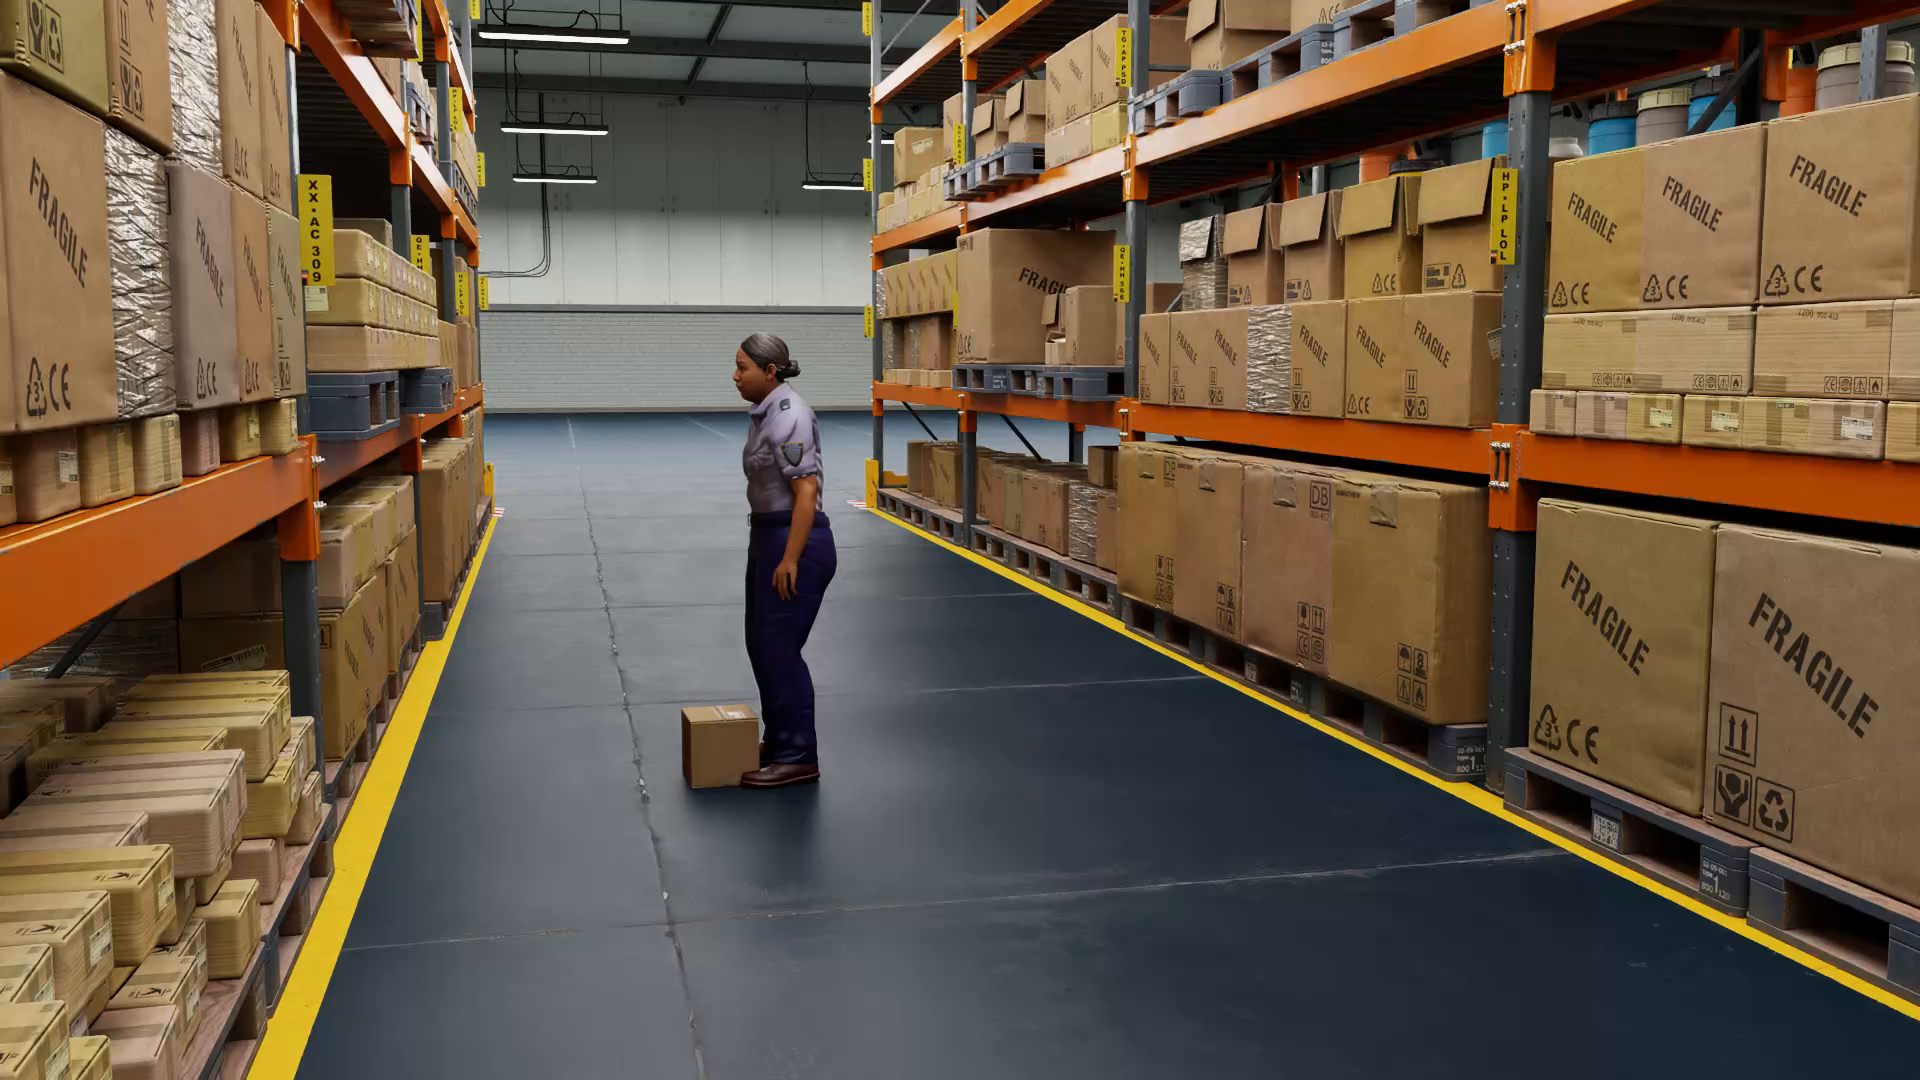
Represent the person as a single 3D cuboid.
[{"bbox_3d":[-0.664,0.061,6.162,0.374,1.651,0.564,-2,7,-17],"label":"person"}]
